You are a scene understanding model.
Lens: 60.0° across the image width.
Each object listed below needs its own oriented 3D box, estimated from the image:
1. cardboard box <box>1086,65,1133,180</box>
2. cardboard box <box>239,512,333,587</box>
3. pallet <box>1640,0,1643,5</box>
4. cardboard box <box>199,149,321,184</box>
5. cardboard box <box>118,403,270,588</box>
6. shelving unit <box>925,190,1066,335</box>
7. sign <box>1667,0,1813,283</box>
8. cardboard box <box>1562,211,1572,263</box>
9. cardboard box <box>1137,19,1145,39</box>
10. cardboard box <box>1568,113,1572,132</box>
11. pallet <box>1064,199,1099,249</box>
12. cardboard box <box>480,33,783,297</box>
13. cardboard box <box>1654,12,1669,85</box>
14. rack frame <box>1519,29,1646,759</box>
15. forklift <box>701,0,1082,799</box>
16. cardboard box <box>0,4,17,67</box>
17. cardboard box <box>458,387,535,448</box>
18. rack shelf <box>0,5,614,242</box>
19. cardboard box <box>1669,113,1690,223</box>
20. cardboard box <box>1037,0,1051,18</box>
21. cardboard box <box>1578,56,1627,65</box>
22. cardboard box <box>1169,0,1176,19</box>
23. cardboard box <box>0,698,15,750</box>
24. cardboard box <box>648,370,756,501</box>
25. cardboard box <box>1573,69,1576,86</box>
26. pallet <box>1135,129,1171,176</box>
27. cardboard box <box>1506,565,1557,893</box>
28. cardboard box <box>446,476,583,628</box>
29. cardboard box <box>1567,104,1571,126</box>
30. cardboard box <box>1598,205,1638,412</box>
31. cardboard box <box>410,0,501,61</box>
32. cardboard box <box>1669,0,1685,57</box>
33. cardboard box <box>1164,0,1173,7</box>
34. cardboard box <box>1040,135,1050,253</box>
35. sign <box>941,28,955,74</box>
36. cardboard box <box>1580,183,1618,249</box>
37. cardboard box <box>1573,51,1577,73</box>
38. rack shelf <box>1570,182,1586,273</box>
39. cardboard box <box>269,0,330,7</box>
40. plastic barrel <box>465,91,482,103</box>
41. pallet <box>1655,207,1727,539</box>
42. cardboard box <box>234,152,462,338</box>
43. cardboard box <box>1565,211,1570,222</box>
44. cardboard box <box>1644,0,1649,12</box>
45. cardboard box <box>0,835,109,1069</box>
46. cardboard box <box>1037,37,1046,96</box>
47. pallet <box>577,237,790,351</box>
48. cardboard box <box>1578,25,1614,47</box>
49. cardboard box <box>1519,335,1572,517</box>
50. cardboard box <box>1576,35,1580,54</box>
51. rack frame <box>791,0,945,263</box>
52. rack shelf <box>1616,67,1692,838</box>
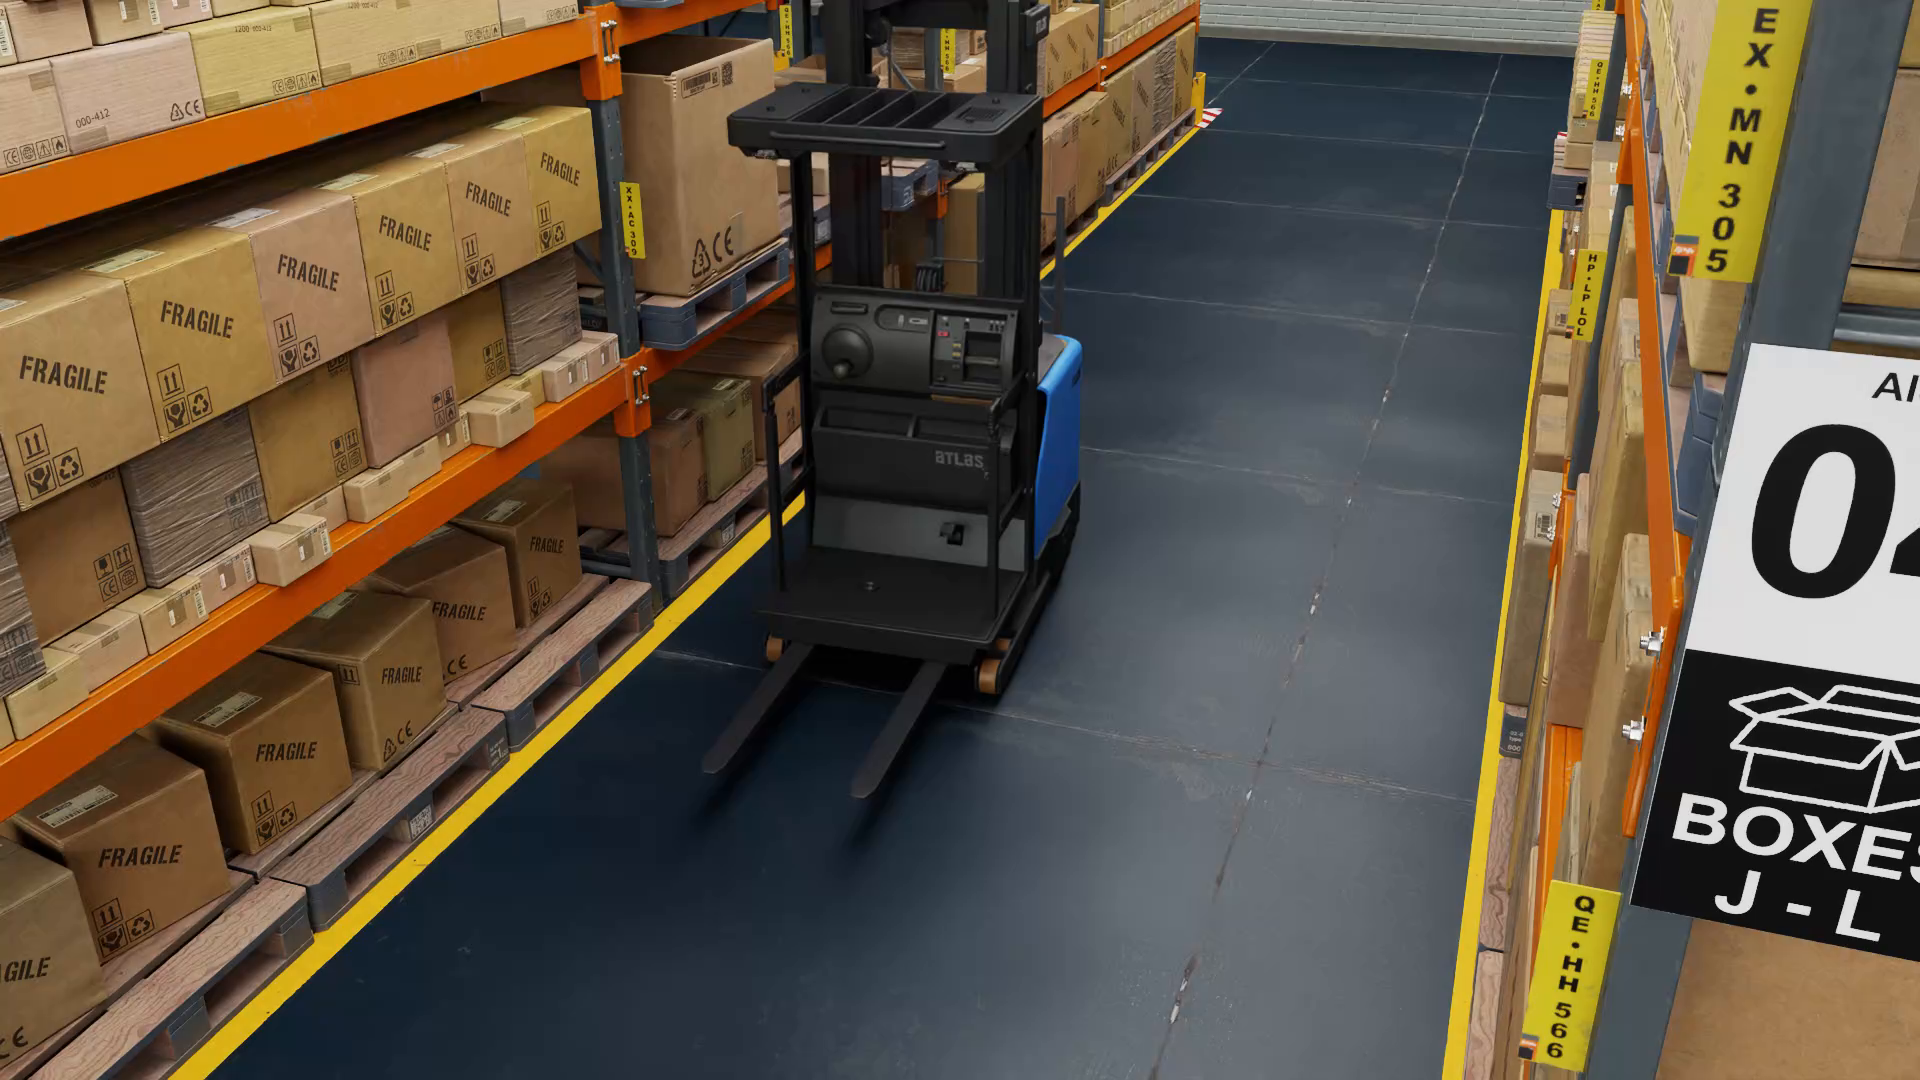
[{"bbox_3d":[1.032,-3.839,15.193,0.875,0.875,0.875,9,27,17],"label":"cardboard box"},{"bbox_3d":[-2.346,0.013,5.570,0.380,0.149,0.250,9,27,17],"label":"cardboard box"},{"bbox_3d":[3.516,-2.475,7.194,1.003,0.211,1.213,10,28,20],"label":"pallet"},{"bbox_3d":[-2.647,-1.129,6.036,0.500,0.500,0.500,9,27,17],"label":"cardboard box"},{"bbox_3d":[-2.787,-0.238,5.344,0.875,0.500,0.500,9,27,17],"label":"cardboard box"},{"bbox_3d":[0.208,-1.057,9.212,0.587,1.500,1.083,7,27,14],"label":"shelving unit"},{"bbox_3d":[0.880,-0.452,1.874,0.100,0.325,0.005,9,27,17],"label":"sign"},{"bbox_3d":[4.884,-2.385,12.620,0.500,0.500,0.500,10,28,19],"label":"cardboard box"},{"bbox_3d":[1.494,-4.737,15.379,0.380,0.149,0.250,8,27,17],"label":"cardboard box"},{"bbox_3d":[3.871,-2.531,10.000,0.380,0.149,0.250,10,28,19],"label":"cardboard box"},{"bbox_3d":[0.551,-2.764,14.216,1.003,0.211,1.213,9,27,17],"label":"pallet"},{"bbox_3d":[-1.529,-1.824,7.906,1.000,1.000,1.000,9,27,18],"label":"cardboard box"},{"bbox_3d":[1.854,-1.145,3.923,0.380,0.149,0.250,9,27,17],"label":"cardboard box"},{"bbox_3d":[2.718,-0.298,5.924,1.000,3.000,0.127,9,27,17],"label":"rack frame"},{"bbox_3d":[-0.262,-0.825,7.090,1.130,2.935,3.031,7,27,14],"label":"forklift"},{"bbox_3d":[-2.644,-1.273,4.209,0.380,0.149,0.250,10,28,20],"label":"cardboard box"},{"bbox_3d":[-1.930,-0.501,6.631,0.380,0.149,0.250,9,27,17],"label":"cardboard box"},{"bbox_3d":[-2.591,-1.264,5.301,1.077,0.370,4.000,9,27,17],"label":"rack shelf"},{"bbox_3d":[1.432,-0.624,2.847,0.380,0.149,0.250,9,27,18],"label":"cardboard box"},{"bbox_3d":[0.293,-4.299,12.922,0.797,0.503,0.637,9,27,18],"label":"cardboard box"},{"bbox_3d":[4.124,-2.973,10.572,0.380,0.149,0.250,9,27,17],"label":"cardboard box"},{"bbox_3d":[1.921,-5.264,16.467,0.380,0.149,0.250,8,27,16],"label":"cardboard box"},{"bbox_3d":[-2.836,0.515,4.532,0.380,0.149,0.250,9,27,17],"label":"cardboard box"},{"bbox_3d":[-1.524,-0.575,8.858,0.700,0.500,0.500,9,27,17],"label":"cardboard box"},{"bbox_3d":[4.297,-3.058,11.088,0.380,0.149,0.250,8,27,16],"label":"cardboard box"},{"bbox_3d":[1.468,-3.896,16.554,1.003,0.211,1.213,9,27,17],"label":"pallet"},{"bbox_3d":[2.443,0.717,5.783,0.875,0.875,0.875,9,27,18],"label":"cardboard box"},{"bbox_3d":[-2.096,0.035,7.621,0.500,0.500,0.500,8,27,16],"label":"cardboard box"},{"bbox_3d":[4.124,-2.708,10.707,0.380,0.149,0.250,8,27,15],"label":"cardboard box"},{"bbox_3d":[2.563,-0.705,5.353,0.875,0.550,0.550,9,27,17],"label":"cardboard box"},{"bbox_3d":[-2.015,-1.903,5.969,0.500,0.250,0.500,9,27,19],"label":"cardboard box"},{"bbox_3d":[1.790,-1.165,3.507,0.500,0.250,0.500,9,27,18],"label":"cardboard box"},{"bbox_3d":[1.818,-5.402,16.295,0.500,0.250,0.500,8,27,16],"label":"cardboard box"},{"bbox_3d":[-0.041,-2.582,12.596,1.225,0.875,0.875,9,27,18],"label":"cardboard box"},{"bbox_3d":[-0.080,-3.114,10.501,0.100,0.325,0.005,9,27,17],"label":"sign"},{"bbox_3d":[3.310,-1.425,8.137,0.500,0.500,0.500,9,27,17],"label":"cardboard box"},{"bbox_3d":[4.815,-3.567,12.481,0.380,0.149,0.250,7,27,15],"label":"cardboard box"},{"bbox_3d":[4.715,-2.440,11.174,1.077,0.370,4.000,9,27,17],"label":"rack shelf"},{"bbox_3d":[-2.195,-1.803,5.305,0.380,0.149,0.250,10,28,20],"label":"cardboard box"},{"bbox_3d":[-4.367,-3.798,15.077,0.600,0.901,0.708,9,27,17],"label":"plastic barrel"},{"bbox_3d":[1.624,-0.271,2.528,1.003,0.211,1.213,9,27,17],"label":"pallet"},{"bbox_3d":[-2.148,-1.052,5.878,0.500,0.500,0.500,9,27,17],"label":"cardboard box"},{"bbox_3d":[5.189,-2.702,13.679,0.380,0.149,0.250,9,27,18],"label":"cardboard box"},{"bbox_3d":[2.276,-1.669,5.005,0.380,0.149,0.250,8,27,17],"label":"cardboard box"},{"bbox_3d":[-3.033,1.266,5.079,0.500,0.500,0.500,14,29,27],"label":"cardboard box"},{"bbox_3d":[0.329,-3.537,12.498,0.500,0.500,0.500,9,27,18],"label":"cardboard box"},{"bbox_3d":[-1.534,-1.266,8.143,1.003,0.211,1.213,9,27,17],"label":"pallet"},{"bbox_3d":[4.555,-3.512,11.685,0.380,0.149,0.250,8,27,17],"label":"cardboard box"},{"bbox_3d":[3.474,-0.522,8.485,1.050,0.750,0.750,9,27,18],"label":"cardboard box"},{"bbox_3d":[4.815,-3.701,12.416,0.380,0.149,0.250,9,27,18],"label":"cardboard box"},{"bbox_3d":[-0.594,-2.703,10.891,1.000,3.000,0.127,9,27,17],"label":"rack frame"},{"bbox_3d":[2.053,-0.503,3.730,1.077,0.370,4.000,9,27,17],"label":"rack shelf"}]
